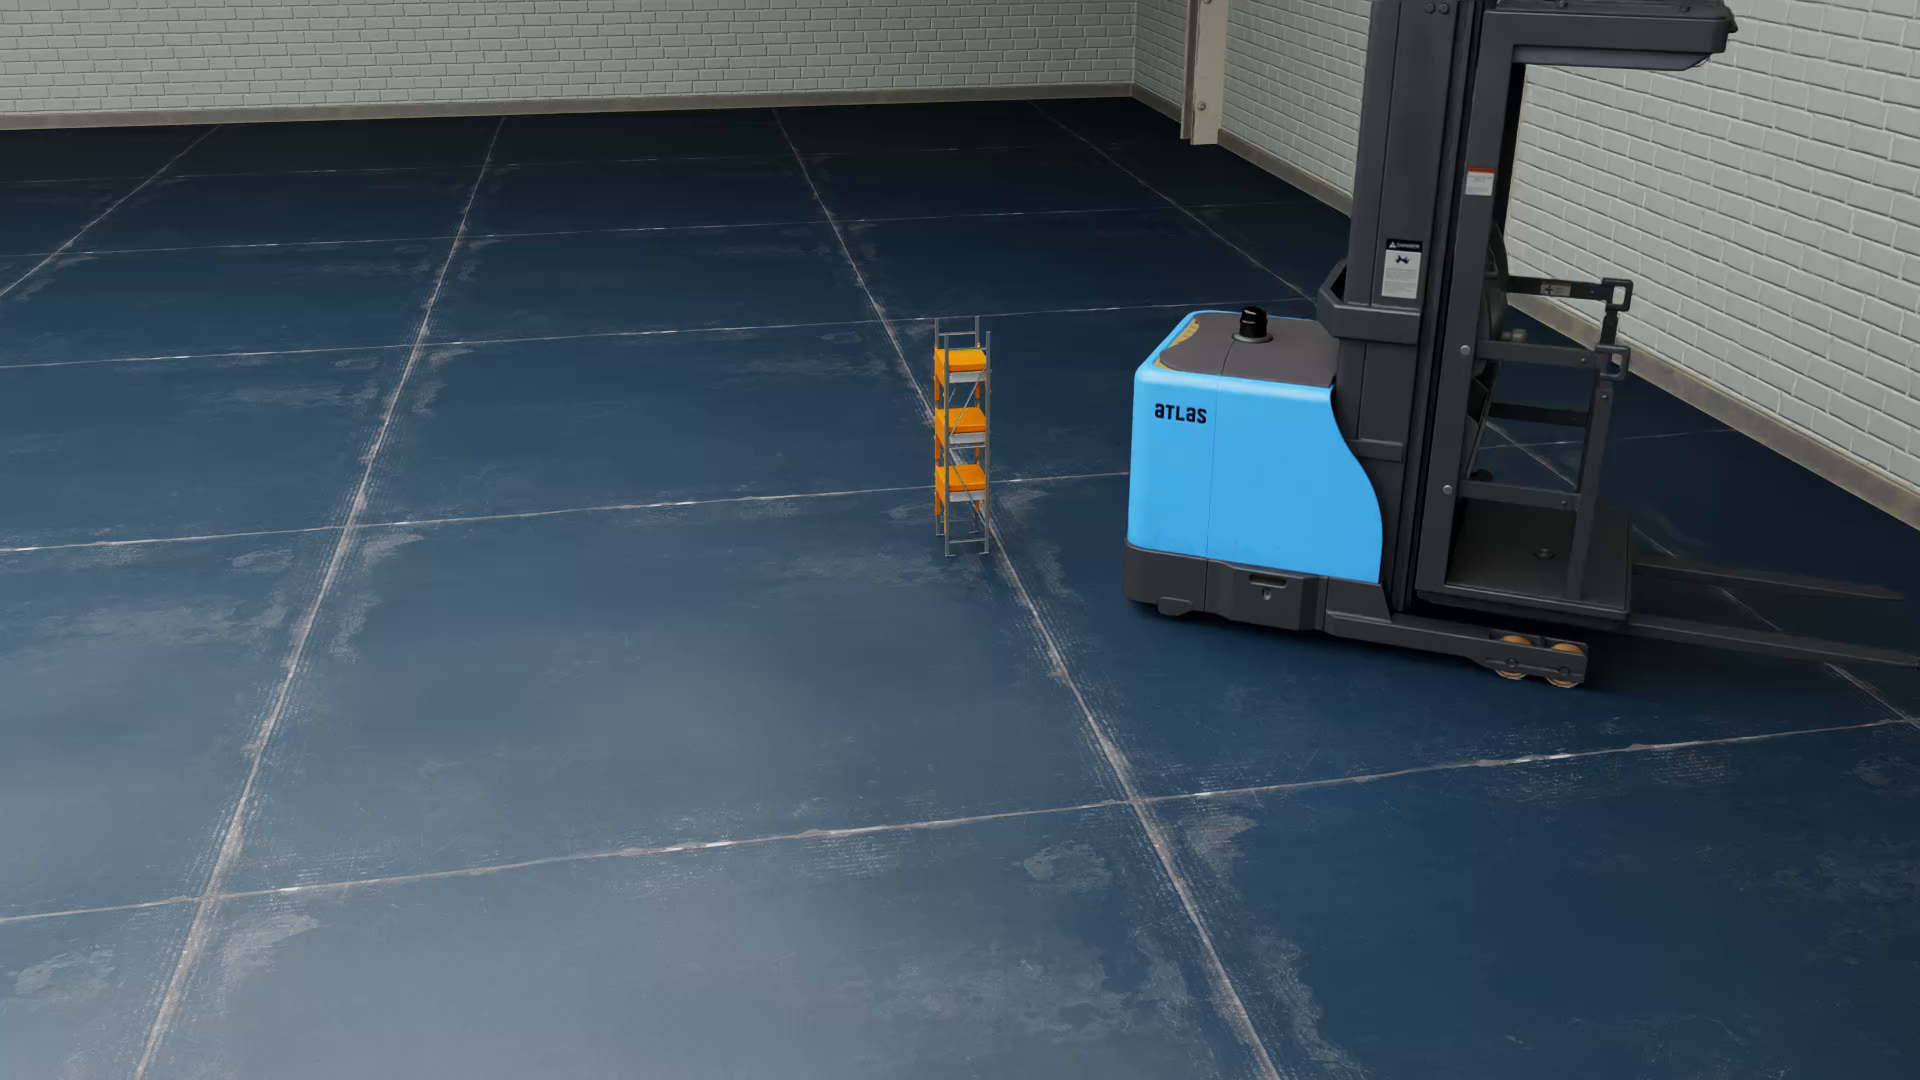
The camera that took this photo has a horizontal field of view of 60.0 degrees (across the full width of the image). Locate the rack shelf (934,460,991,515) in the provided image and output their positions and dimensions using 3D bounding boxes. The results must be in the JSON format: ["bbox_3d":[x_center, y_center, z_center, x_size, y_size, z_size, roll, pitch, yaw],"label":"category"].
[{"bbox_3d":[0.010,-0.196,7.607,0.215,0.259,0.240,-4,24,-10],"label":"rack shelf"}]

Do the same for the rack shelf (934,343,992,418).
[{"bbox_3d":[0.010,-0.710,7.382,0.215,0.259,0.240,-4,24,-10],"label":"rack shelf"}]

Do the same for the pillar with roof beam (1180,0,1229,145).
[{"bbox_3d":[-1.744,-7.939,14.685,9.100,9.000,0.400,-4,24,-10],"label":"pillar with roof beam"}]

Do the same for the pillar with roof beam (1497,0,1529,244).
[{"bbox_3d":[-0.635,-5.579,9.281,9.100,9.000,0.400,-4,24,-10],"label":"pillar with roof beam"}]

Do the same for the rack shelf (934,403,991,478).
[{"bbox_3d":[0.010,-0.450,7.496,0.215,0.259,0.240,-4,24,-10],"label":"rack shelf"}]

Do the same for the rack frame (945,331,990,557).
[{"bbox_3d":[0.032,-0.412,7.382,0.200,1.050,0.008,-4,24,-10],"label":"rack frame"}]

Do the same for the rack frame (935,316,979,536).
[{"bbox_3d":[-0.013,-0.508,7.602,0.200,1.050,0.008,-4,24,-10],"label":"rack frame"}]

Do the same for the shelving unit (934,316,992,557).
[{"bbox_3d":[0.010,-0.460,7.492,0.215,1.050,0.252,-4,24,-10],"label":"shelving unit"}]

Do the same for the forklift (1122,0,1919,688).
[{"bbox_3d":[2.259,-1.013,6.406,3.031,2.935,1.130,9,25,19],"label":"forklift"}]
